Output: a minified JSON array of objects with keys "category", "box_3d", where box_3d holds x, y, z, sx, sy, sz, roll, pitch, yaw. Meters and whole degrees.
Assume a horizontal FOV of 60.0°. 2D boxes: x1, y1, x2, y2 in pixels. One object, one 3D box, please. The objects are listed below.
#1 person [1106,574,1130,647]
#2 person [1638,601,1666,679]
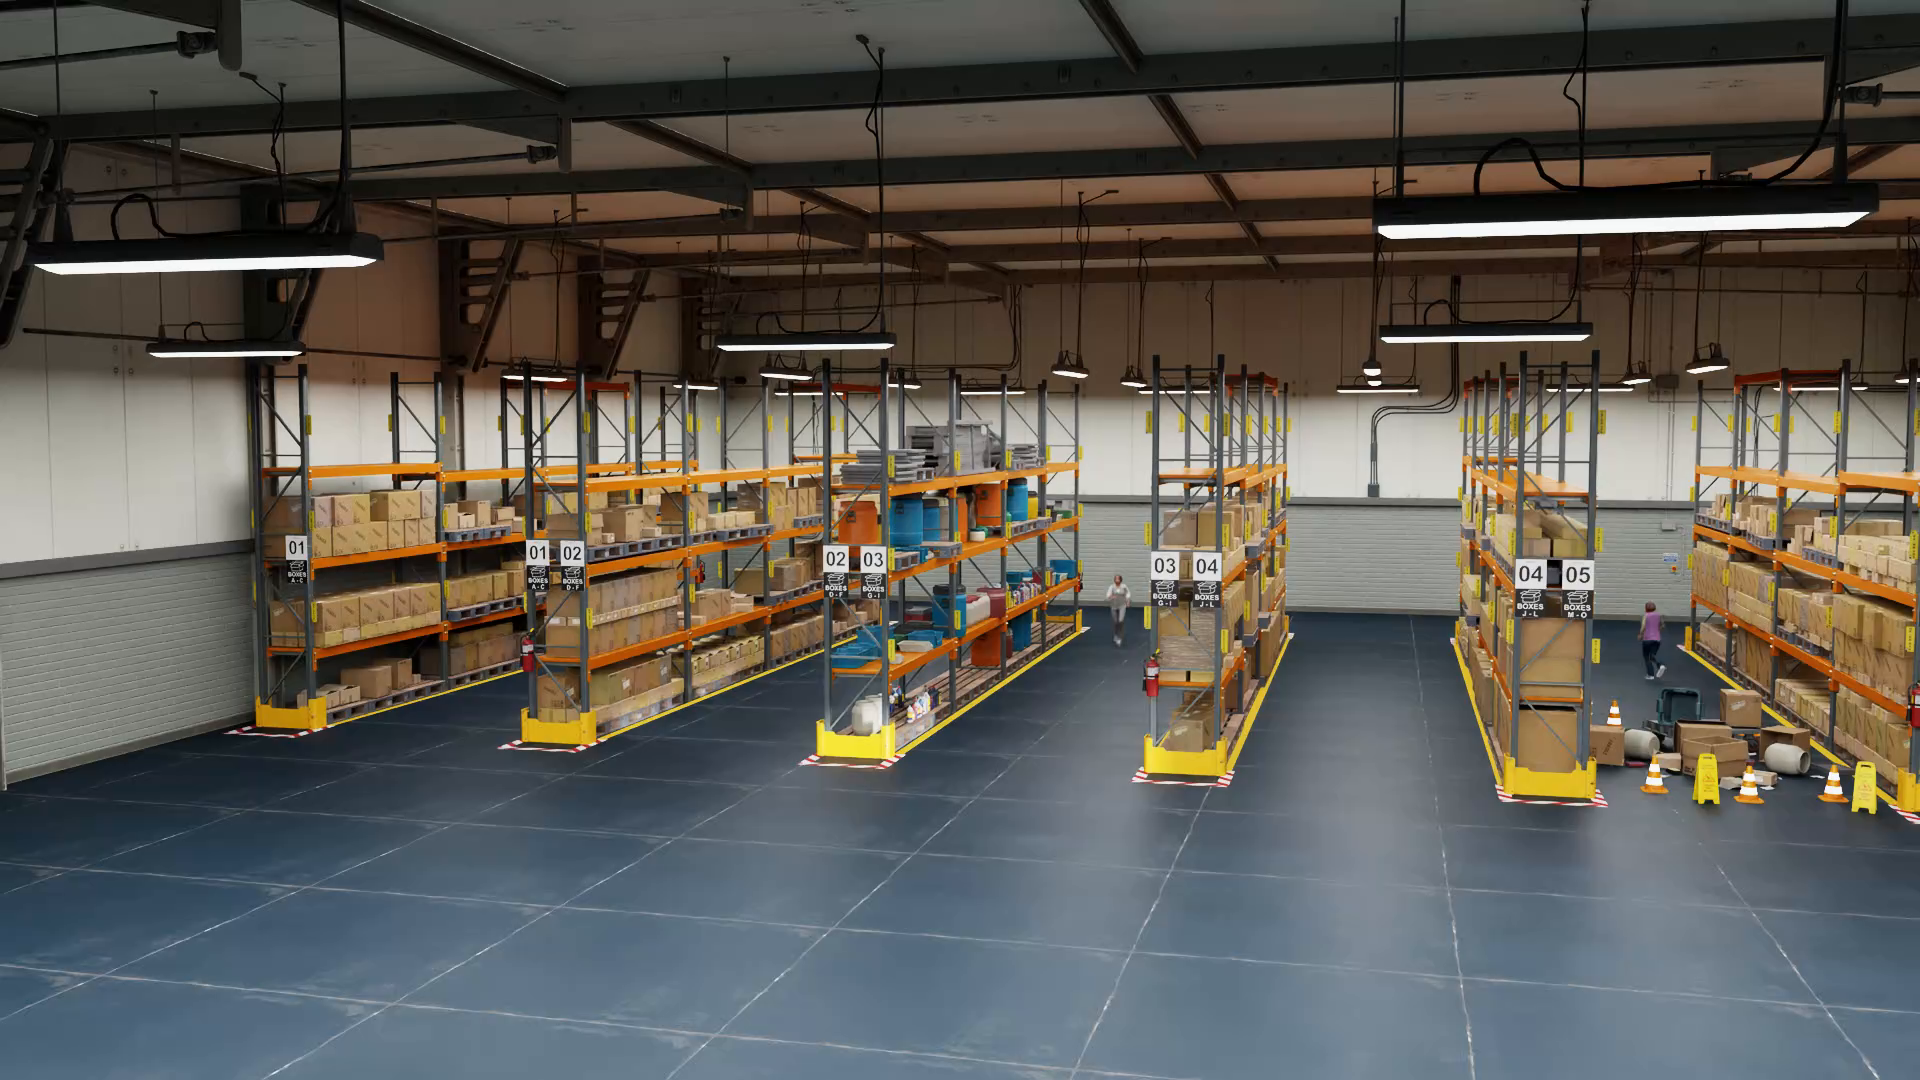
[{"category":"person","box_3d":[3.592,1.575,37.838,0.523,1.625,0.824,1,4,9]},{"category":"person","box_3d":[13.656,1.993,32.723,0.538,1.527,0.608,0,4,-6]}]
